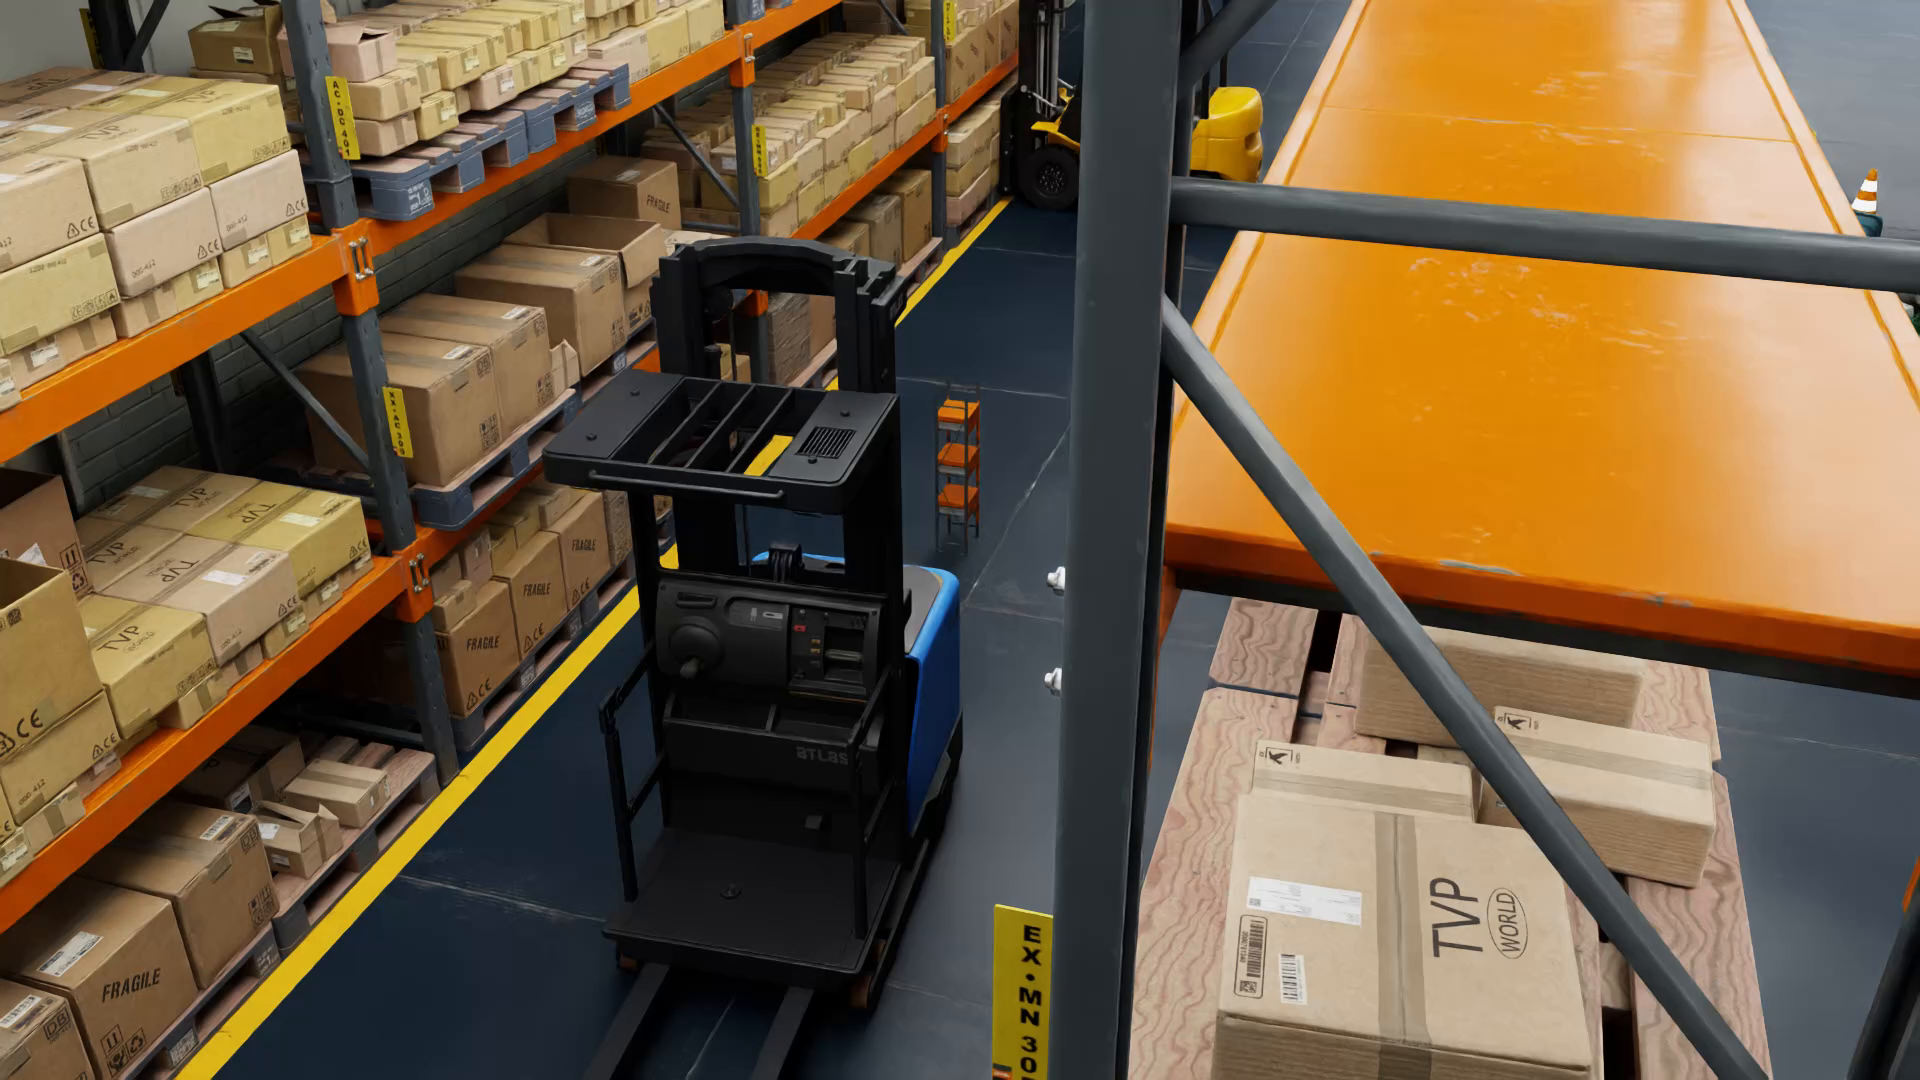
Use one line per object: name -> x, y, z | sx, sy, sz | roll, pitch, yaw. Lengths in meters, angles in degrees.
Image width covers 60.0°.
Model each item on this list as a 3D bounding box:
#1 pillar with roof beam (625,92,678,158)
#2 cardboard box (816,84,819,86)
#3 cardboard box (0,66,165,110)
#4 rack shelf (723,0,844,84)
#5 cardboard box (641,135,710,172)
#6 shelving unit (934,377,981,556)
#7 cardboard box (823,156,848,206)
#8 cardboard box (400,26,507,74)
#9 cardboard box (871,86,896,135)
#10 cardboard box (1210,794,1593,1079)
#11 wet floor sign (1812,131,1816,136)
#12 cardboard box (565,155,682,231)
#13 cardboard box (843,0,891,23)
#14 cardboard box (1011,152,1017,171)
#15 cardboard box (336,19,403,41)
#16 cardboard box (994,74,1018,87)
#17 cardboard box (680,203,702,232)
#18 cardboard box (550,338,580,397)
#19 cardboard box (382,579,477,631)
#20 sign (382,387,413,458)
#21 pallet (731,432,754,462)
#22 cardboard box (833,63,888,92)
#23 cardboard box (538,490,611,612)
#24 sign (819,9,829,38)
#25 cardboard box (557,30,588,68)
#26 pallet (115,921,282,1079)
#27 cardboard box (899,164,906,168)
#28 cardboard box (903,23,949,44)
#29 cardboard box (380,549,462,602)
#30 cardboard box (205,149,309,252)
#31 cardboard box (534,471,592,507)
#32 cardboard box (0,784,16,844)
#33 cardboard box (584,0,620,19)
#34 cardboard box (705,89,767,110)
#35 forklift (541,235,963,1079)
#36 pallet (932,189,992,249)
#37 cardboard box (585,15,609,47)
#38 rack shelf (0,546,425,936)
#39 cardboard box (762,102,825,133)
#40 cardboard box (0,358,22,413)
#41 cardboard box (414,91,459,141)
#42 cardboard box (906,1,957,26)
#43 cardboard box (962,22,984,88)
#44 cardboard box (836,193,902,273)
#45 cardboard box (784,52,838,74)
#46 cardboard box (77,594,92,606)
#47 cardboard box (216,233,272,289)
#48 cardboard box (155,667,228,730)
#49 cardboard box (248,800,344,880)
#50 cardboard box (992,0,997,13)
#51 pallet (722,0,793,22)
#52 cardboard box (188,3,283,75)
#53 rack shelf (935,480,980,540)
pillar with roof beam -> 1.845, -4.806, 9.667 | 9.100, 9.000, 0.400 | 8, 30, 15
cardboard box -> -1.330, -3.407, 12.965 | 0.500, 0.250, 0.500 | 8, 30, 14
cardboard box -> -3.383, -1.609, 6.341 | 0.500, 0.250, 0.500 | 8, 30, 14
rack shelf -> -1.204, -3.990, 12.026 | 1.077, 0.370, 4.000 | 8, 30, 15
cardboard box -> -1.890, -2.571, 11.051 | 0.380, 0.149, 0.250 | 9, 30, 16
shelving unit -> -0.016, -0.434, 9.985 | 0.215, 1.050, 0.252 | 8, 30, 15
cardboard box -> -1.131, -2.643, 12.105 | 0.500, 0.250, 0.500 | 8, 30, 13
cardboard box -> -2.283, -2.209, 7.502 | 0.380, 0.149, 0.250 | 8, 30, 14
cardboard box -> -0.817, -3.334, 12.833 | 0.500, 0.250, 0.500 | 9, 30, 16
cardboard box -> 0.652, 0.666, 2.536 | 0.500, 0.250, 0.500 | 6, 30, 10
wet floor sign -> 8.180, -3.683, 16.242 | 0.267, 0.644, 0.232 | 3, 29, 6
cardboard box -> -2.092, -2.074, 10.393 | 0.500, 0.500, 0.500 | 10, 31, 17
cardboard box -> -0.813, -4.571, 14.341 | 0.380, 0.149, 0.250 | 9, 30, 15
cardboard box -> 0.279, -3.795, 16.417 | 0.500, 0.250, 0.500 | 9, 30, 16
cardboard box -> -2.785, -2.279, 7.629 | 0.380, 0.149, 0.250 | 9, 30, 16
cardboard box -> 0.437, -4.468, 16.599 | 0.500, 0.250, 0.500 | 9, 30, 16
cardboard box -> -1.904, -2.244, 11.387 | 0.500, 0.250, 0.500 | 8, 30, 14
cardboard box -> -2.191, -0.921, 8.561 | 0.396, 0.266, 0.258 | 10, 31, 17
cardboard box -> -2.606, 0.292, 8.147 | 0.380, 0.149, 0.250 | 10, 31, 17
sign -> -2.445, -0.509, 7.225 | 0.100, 0.325, 0.005 | 8, 30, 15
pallet -> -2.047, -0.504, 10.974 | 1.003, 0.211, 1.213 | 8, 30, 15
cardboard box -> -0.773, -3.577, 12.859 | 0.380, 0.149, 0.250 | 8, 30, 14
cardboard box -> -2.311, 0.031, 9.283 | 0.500, 0.500, 0.500 | 8, 30, 13
sign -> -1.148, -4.414, 14.163 | 0.100, 0.325, 0.005 | 8, 30, 15
cardboard box -> -2.071, -2.433, 8.212 | 0.380, 0.149, 0.250 | 9, 30, 16
pallet -> -3.524, 1.901, 6.650 | 1.003, 0.211, 1.213 | 8, 30, 15
cardboard box -> -0.670, -3.379, 15.155 | 0.500, 0.250, 0.500 | 8, 30, 14
cardboard box -> -0.272, -4.361, 14.268 | 0.380, 0.149, 0.250 | 8, 30, 14
cardboard box -> -2.664, 0.153, 8.091 | 0.380, 0.149, 0.250 | 8, 30, 14
cardboard box -> -2.868, -1.320, 6.336 | 0.500, 0.250, 0.500 | 9, 30, 15
cardboard box -> -2.283, -0.324, 9.254 | 0.380, 0.149, 0.250 | 10, 30, 17
cardboard box -> -3.456, 0.947, 5.346 | 0.500, 0.250, 0.500 | 8, 30, 14
cardboard box -> -1.990, -2.808, 8.601 | 0.380, 0.149, 0.250 | 9, 30, 15
cardboard box -> -1.635, -3.183, 12.151 | 0.380, 0.149, 0.250 | 8, 30, 14
forklift -> -0.818, 0.444, 6.473 | 1.130, 2.935, 3.031 | 6, 30, 11
pallet -> -0.344, -3.068, 15.583 | 1.003, 0.211, 1.213 | 8, 30, 15
cardboard box -> -2.068, -2.690, 8.694 | 0.380, 0.149, 0.250 | 9, 30, 16
rack shelf -> -3.553, 1.039, 6.072 | 1.077, 0.370, 4.000 | 8, 30, 15
cardboard box -> -1.179, -2.989, 11.802 | 0.380, 0.149, 0.250 | 9, 30, 15
cardboard box -> -3.212, -0.477, 5.230 | 0.380, 0.149, 0.250 | 9, 30, 16
cardboard box -> -2.389, -1.831, 7.128 | 0.380, 0.149, 0.250 | 9, 30, 15
cardboard box -> -0.240, -4.486, 14.187 | 0.380, 0.149, 0.250 | 9, 30, 16
cardboard box -> -0.101, -4.380, 14.970 | 0.500, 0.500, 0.500 | 9, 30, 16
cardboard box -> -0.995, -2.465, 13.641 | 0.875, 0.625, 0.625 | 8, 30, 14
cardboard box -> -1.184, -3.762, 13.193 | 0.380, 0.149, 0.250 | 8, 30, 14
cardboard box -> -3.663, 0.396, 6.337 | 0.500, 0.250, 0.500 | 9, 30, 16
cardboard box -> -2.864, -1.083, 6.320 | 0.380, 0.149, 0.250 | 8, 30, 15
cardboard box -> -3.078, 0.578, 6.419 | 0.380, 0.149, 0.250 | 8, 30, 14
cardboard box -> -2.953, 1.273, 7.292 | 0.396, 0.266, 0.258 | 10, 30, 17
cardboard box -> 0.131, -4.951, 15.330 | 0.380, 0.149, 0.250 | 8, 30, 13
pallet -> -1.678, -3.620, 10.816 | 1.213, 0.211, 1.003 | 10, 31, 17
cardboard box -> -2.941, -2.096, 6.874 | 0.396, 0.266, 0.258 | 8, 30, 14
rack shelf -> -0.016, -0.182, 10.125 | 0.215, 0.259, 0.240 | 8, 30, 15
